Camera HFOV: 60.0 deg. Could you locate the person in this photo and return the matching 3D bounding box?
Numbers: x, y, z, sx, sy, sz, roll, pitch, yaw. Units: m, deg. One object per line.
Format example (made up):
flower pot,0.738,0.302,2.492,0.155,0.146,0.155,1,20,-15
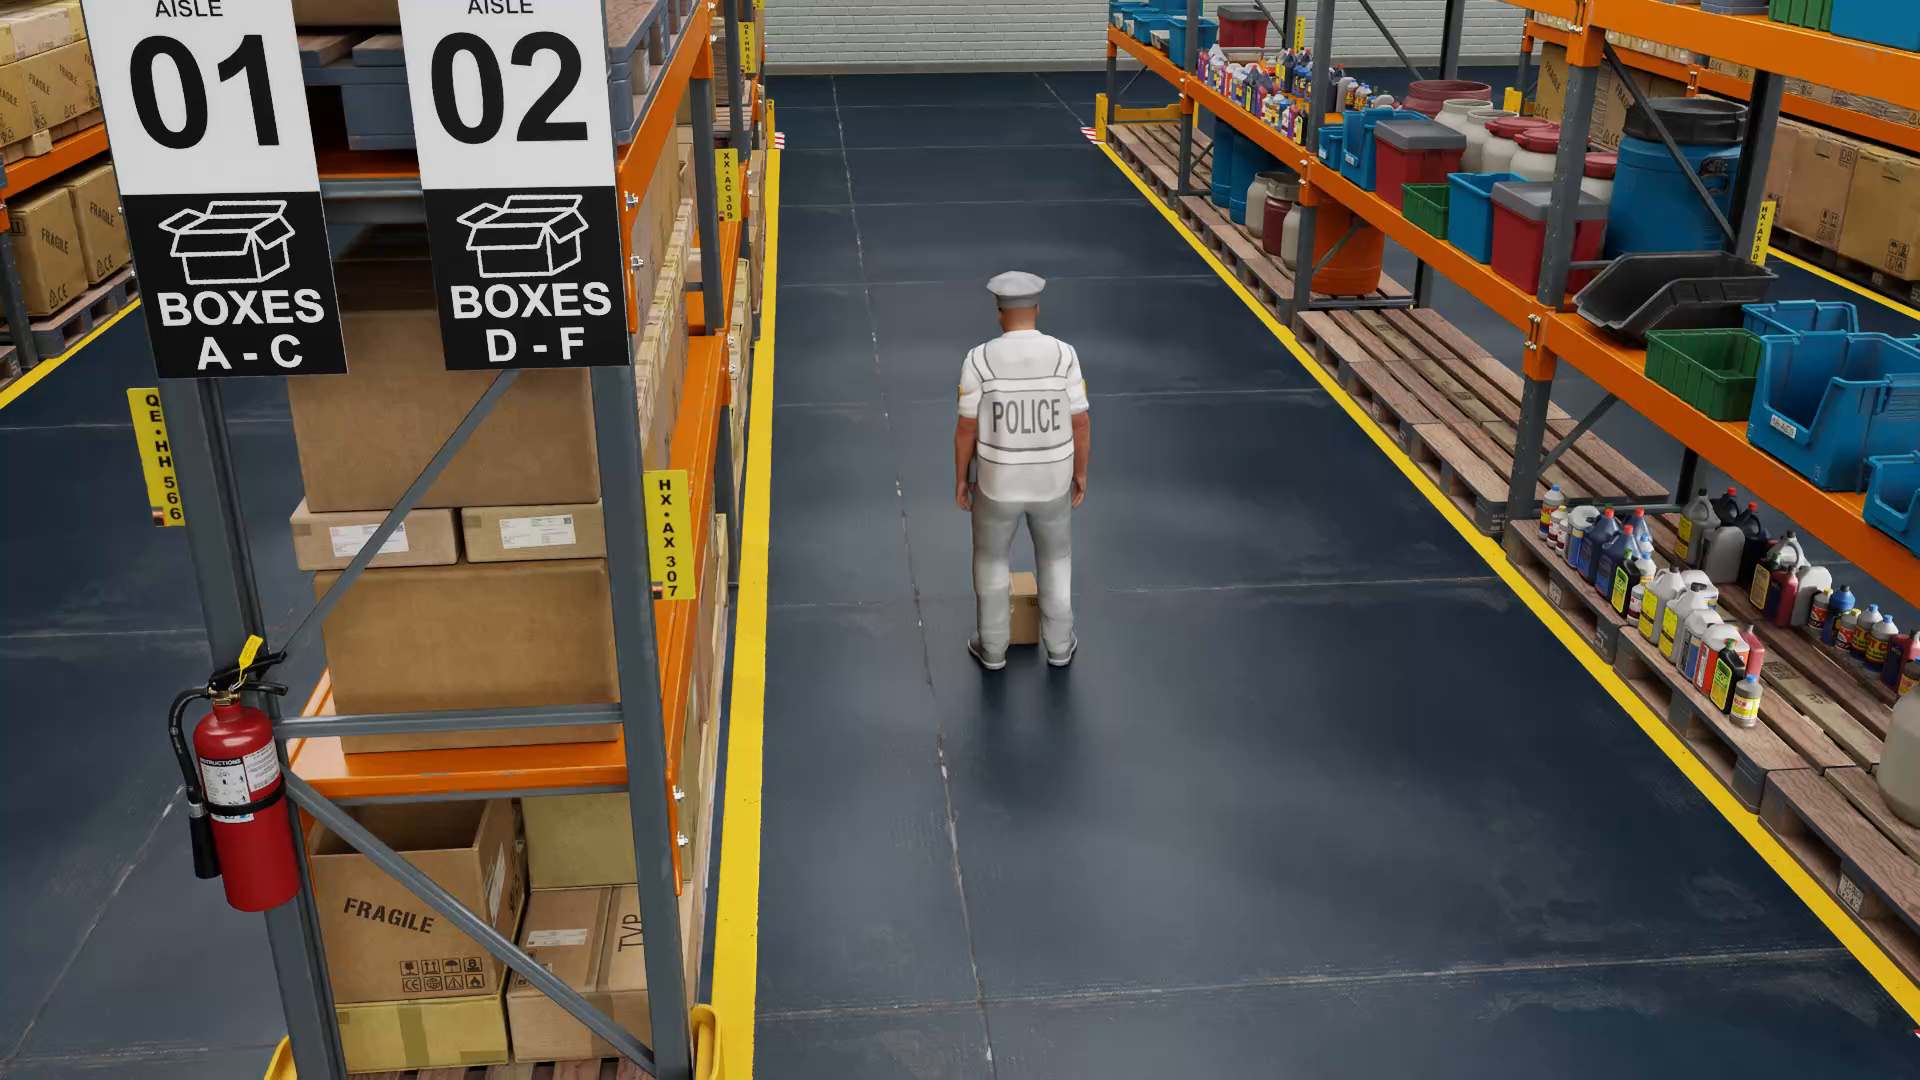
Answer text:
person,0.268,-0.261,7.188,0.585,1.747,0.439,-2,24,-5
